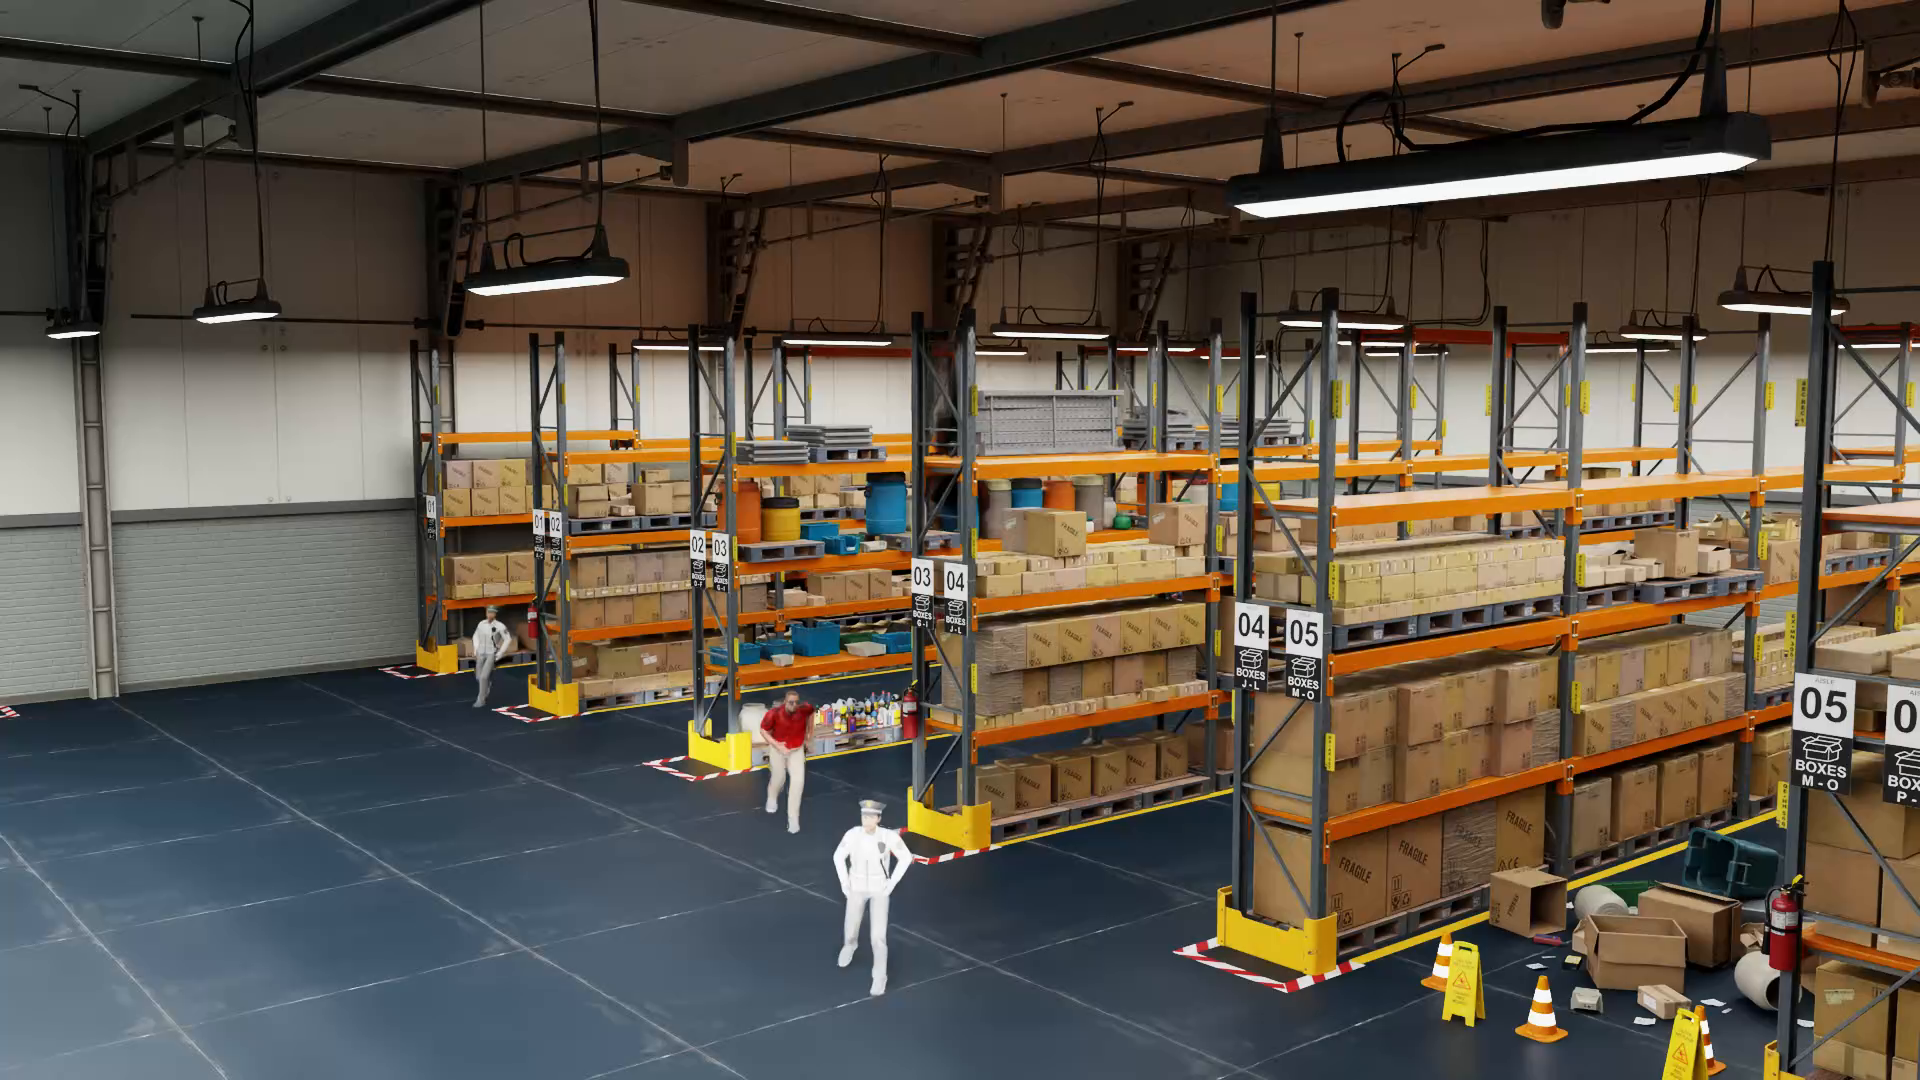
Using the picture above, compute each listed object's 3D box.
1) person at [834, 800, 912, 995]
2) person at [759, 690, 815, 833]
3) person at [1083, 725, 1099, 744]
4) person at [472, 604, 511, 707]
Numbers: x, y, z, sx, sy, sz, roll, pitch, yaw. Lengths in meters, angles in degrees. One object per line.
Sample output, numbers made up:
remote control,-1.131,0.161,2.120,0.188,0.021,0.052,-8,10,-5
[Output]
person,-0.756,3.034,14.441,0.676,1.692,0.753,0,5,-3
person,-2.074,2.553,19.683,0.703,1.696,1.018,-2,6,-24
person,1.815,2.162,23.964,0.562,1.611,0.675,5,7,42
person,-7.598,1.851,27.022,0.655,1.661,0.653,1,5,10
